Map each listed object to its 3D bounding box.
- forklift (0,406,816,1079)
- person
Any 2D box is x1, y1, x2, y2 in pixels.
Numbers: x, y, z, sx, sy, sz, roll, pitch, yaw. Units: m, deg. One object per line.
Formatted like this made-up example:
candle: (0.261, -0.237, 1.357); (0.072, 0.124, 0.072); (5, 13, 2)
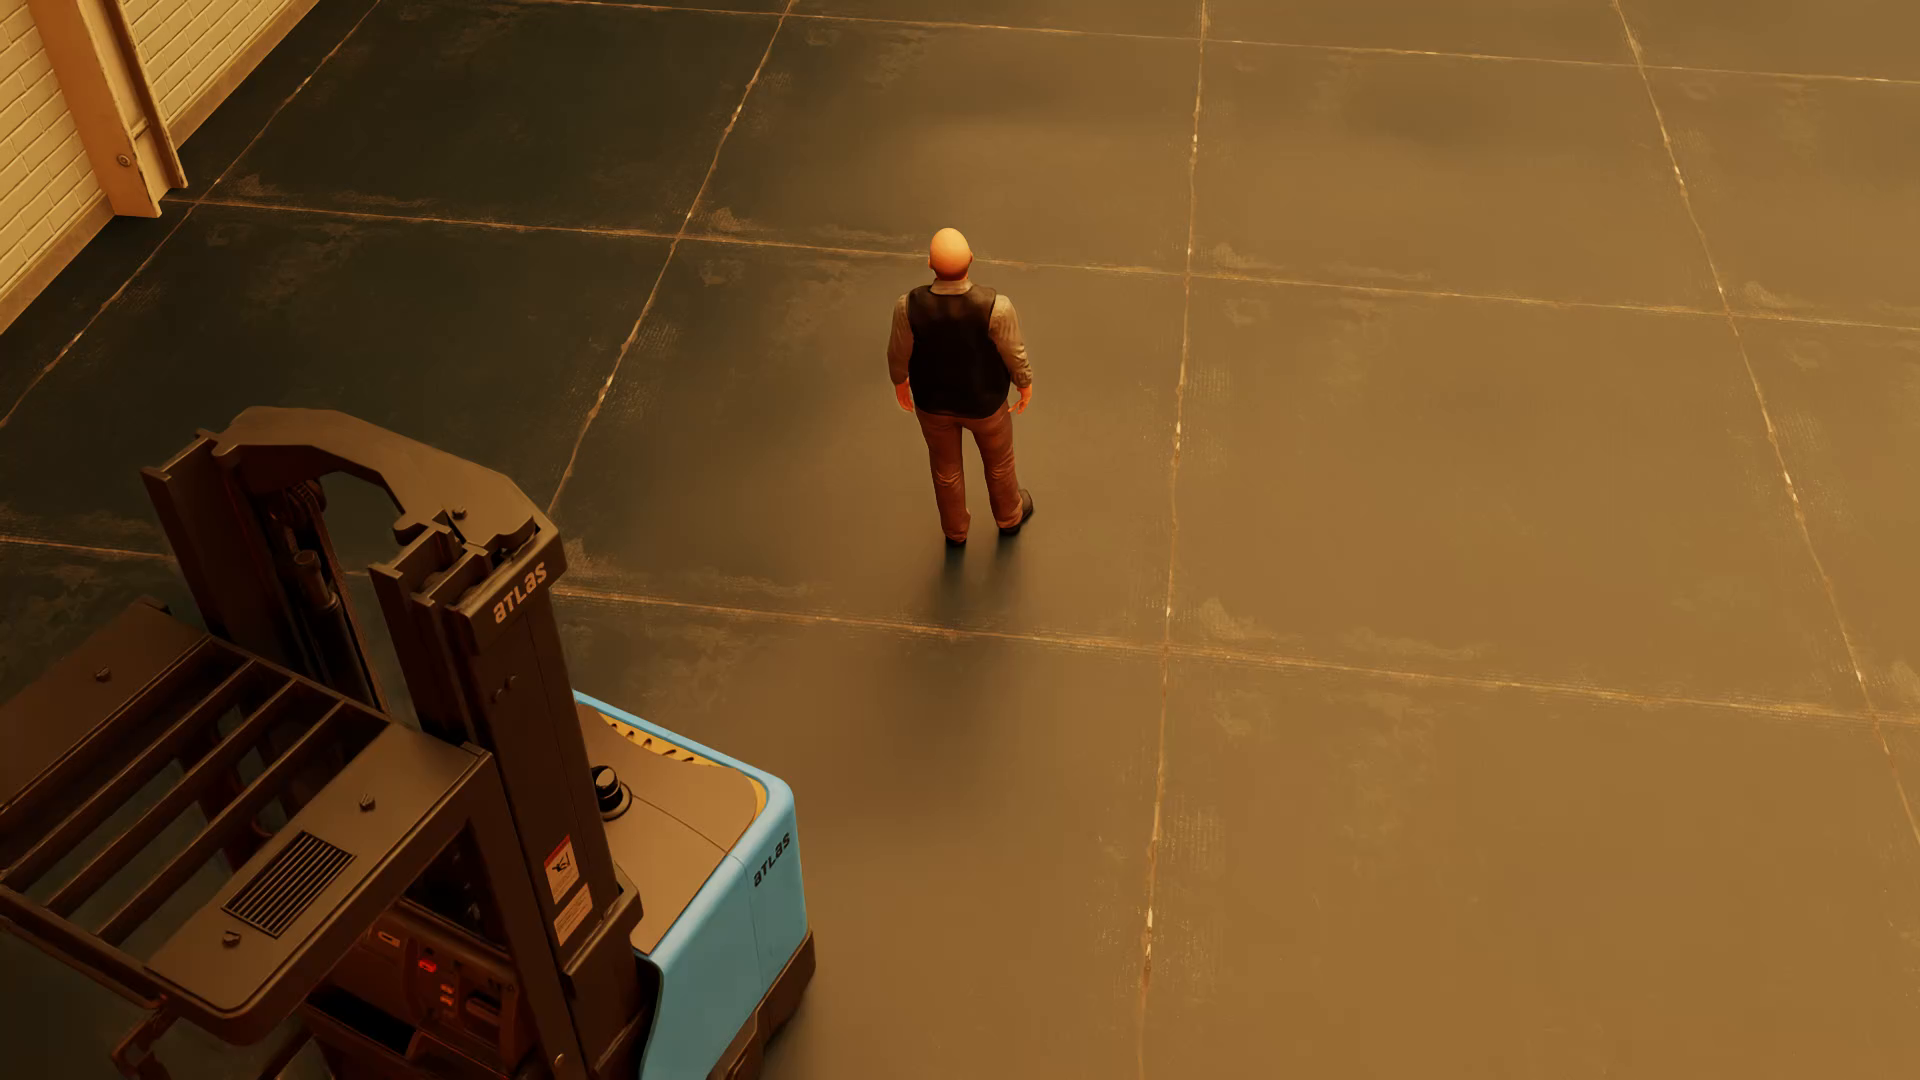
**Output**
forklift: (-1.661, 1.242, 4.373); (1.130, 2.935, 3.031); (20, 46, 20)
person: (0.016, -0.681, 7.349); (0.633, 1.722, 0.566); (5, 43, 6)
